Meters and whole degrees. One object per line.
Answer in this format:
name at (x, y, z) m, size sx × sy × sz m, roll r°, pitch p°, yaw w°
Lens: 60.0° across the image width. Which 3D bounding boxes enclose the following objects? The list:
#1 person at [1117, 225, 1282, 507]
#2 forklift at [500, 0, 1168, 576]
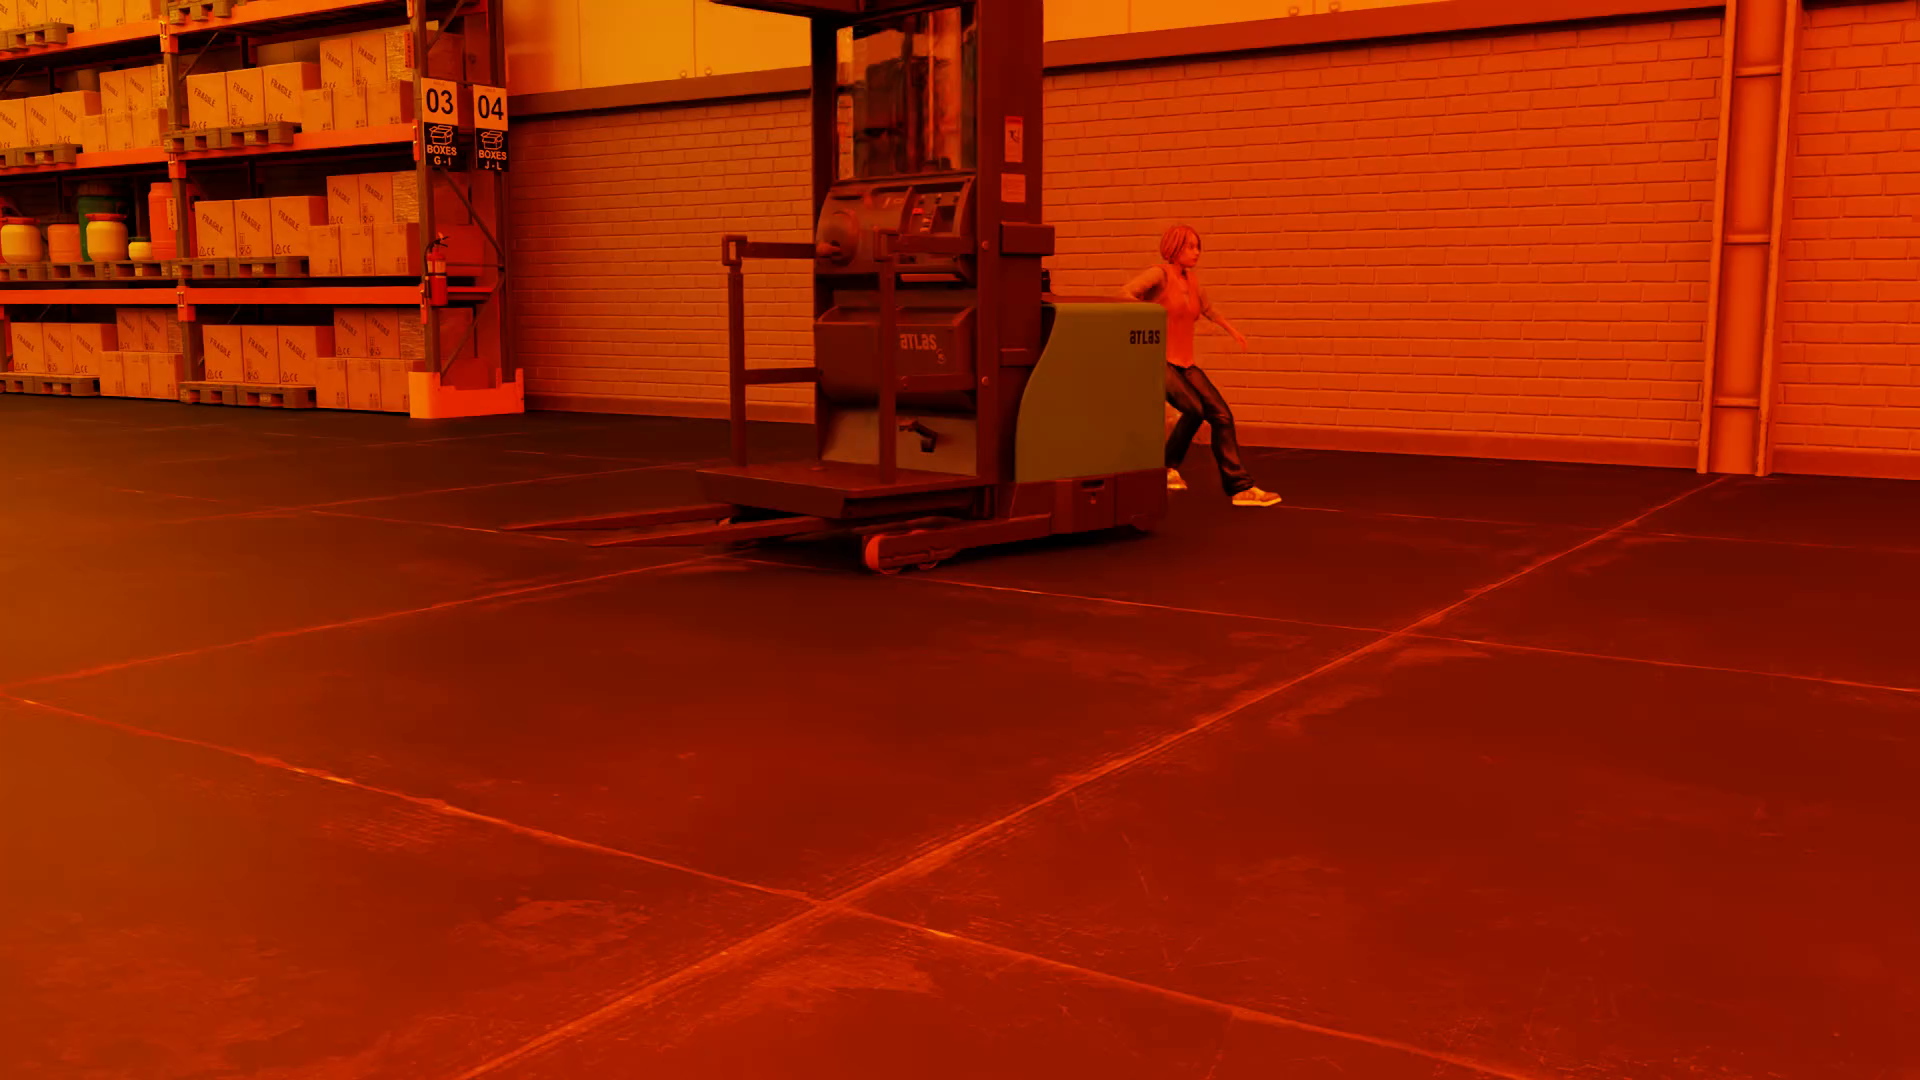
person at (1.280, -0.915, 8.741) m, size 0.891 × 1.473 × 0.727 m, roll -7°, pitch 11°, yaw -42°
forklift at (-0.438, -1.391, 6.977) m, size 3.031 × 2.935 × 1.130 m, roll -8°, pitch 11°, yaw -43°
